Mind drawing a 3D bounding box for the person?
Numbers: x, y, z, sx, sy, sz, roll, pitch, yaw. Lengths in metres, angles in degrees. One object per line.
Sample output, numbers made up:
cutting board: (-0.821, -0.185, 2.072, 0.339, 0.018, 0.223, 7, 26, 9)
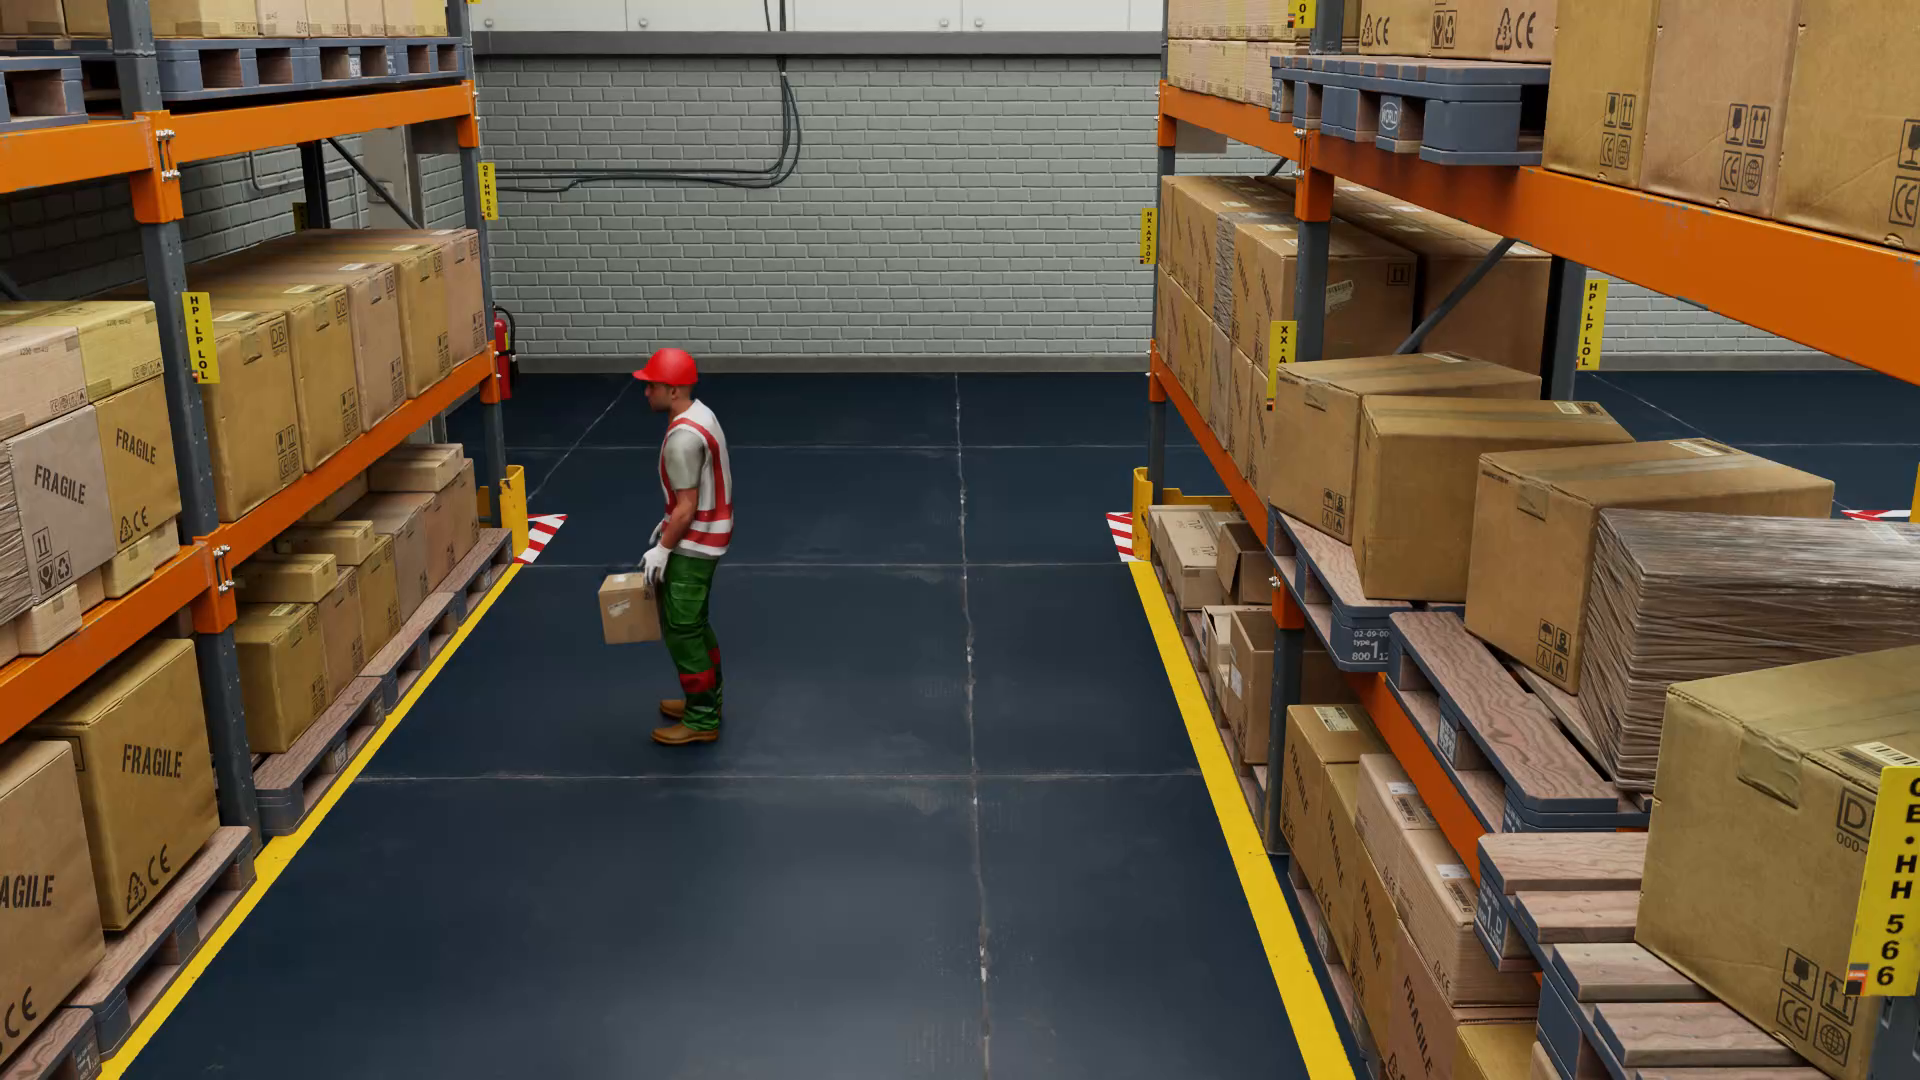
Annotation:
person: (-1.211, 0.027, 7.416, 0.404, 1.787, 0.547, -1, 17, -2)
